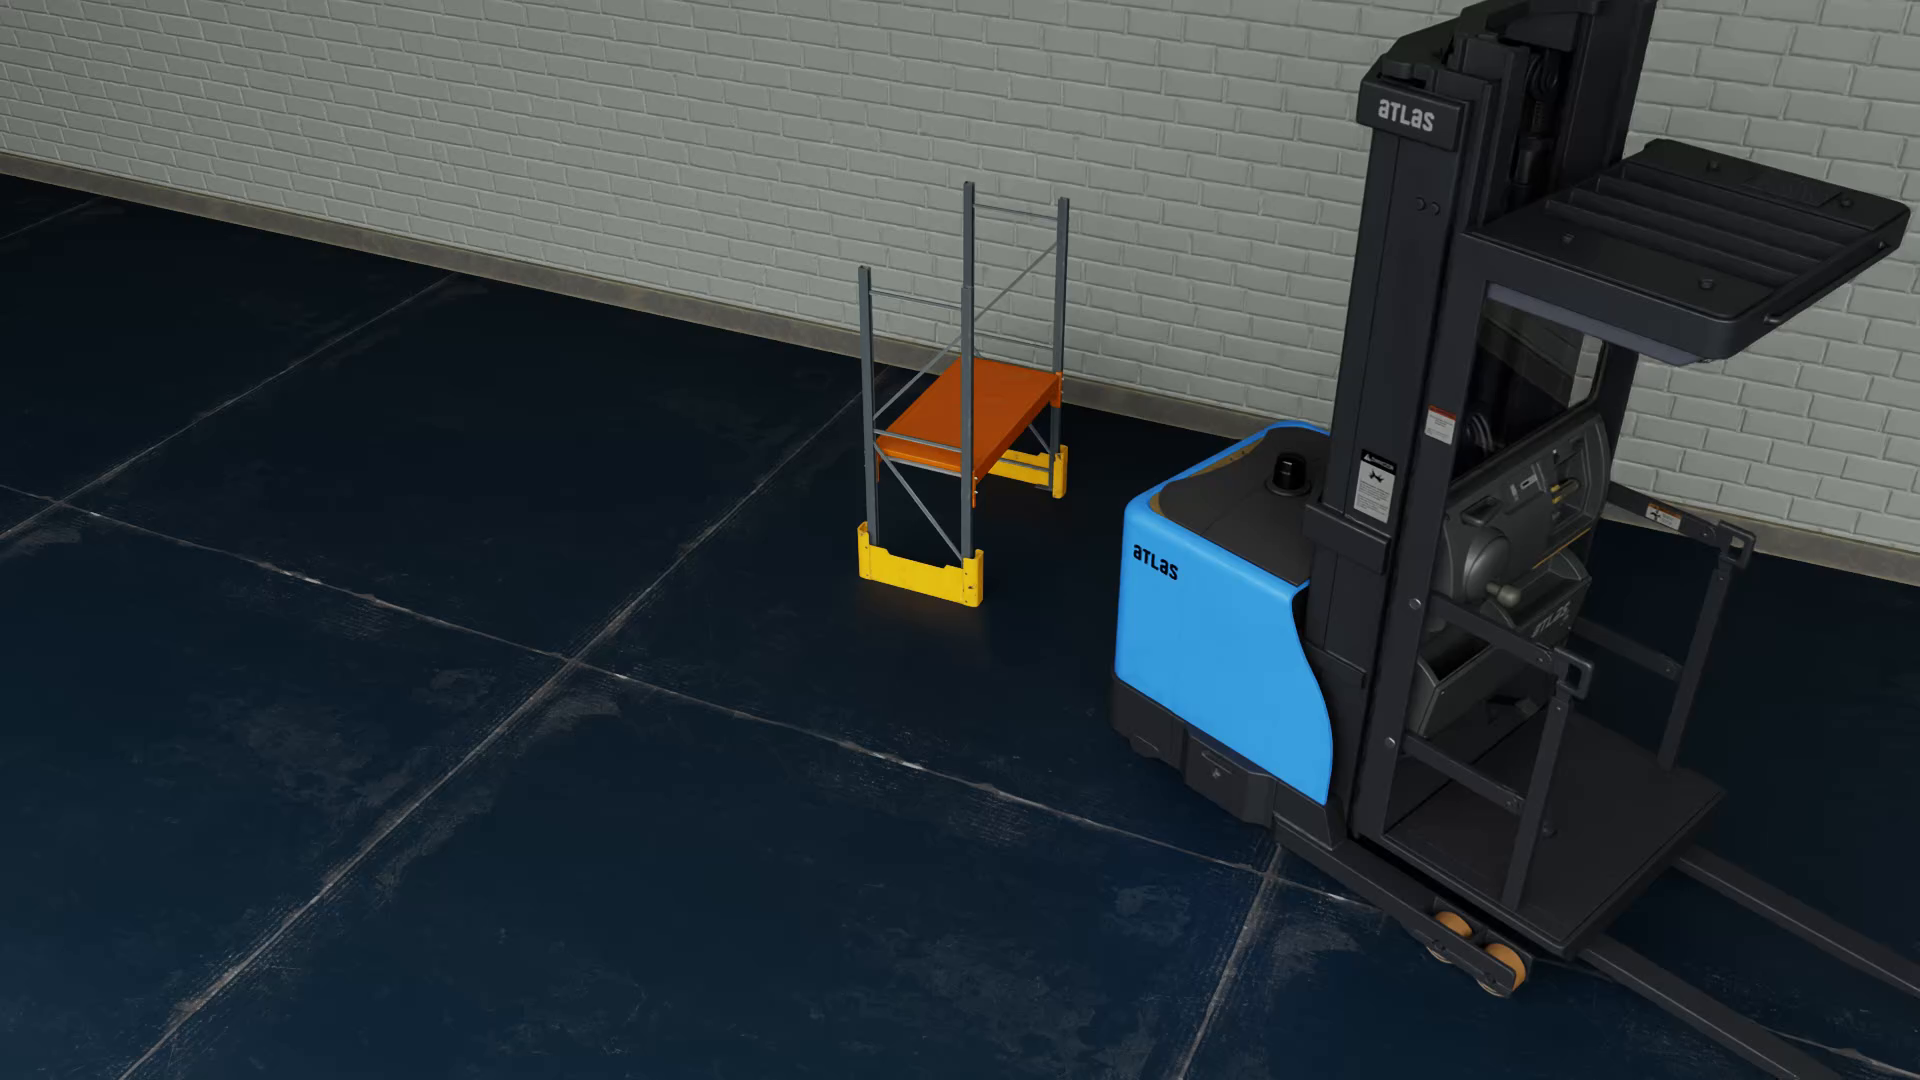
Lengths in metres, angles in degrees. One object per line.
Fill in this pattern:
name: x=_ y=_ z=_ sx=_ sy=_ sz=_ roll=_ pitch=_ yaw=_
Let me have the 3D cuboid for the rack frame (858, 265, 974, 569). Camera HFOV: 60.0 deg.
rack frame: x=-0.177 y=-0.417 z=7.017 sx=0.500 sy=1.500 sz=0.032 roll=14 pitch=36 yaw=20

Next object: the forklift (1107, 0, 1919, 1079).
forklift: x=1.946 y=-0.049 z=5.151 sx=1.130 sy=2.935 sz=3.031 roll=-27 pitch=42 yaw=-34

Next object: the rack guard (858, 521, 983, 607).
rack guard: x=-0.176 y=0.106 z=7.361 sx=0.587 sy=0.250 sz=0.087 roll=14 pitch=36 yaw=20

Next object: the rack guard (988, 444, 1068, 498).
rack guard: x=0.240 y=-0.391 z=8.118 sx=0.587 sy=0.250 sz=0.087 roll=14 pitch=36 yaw=20

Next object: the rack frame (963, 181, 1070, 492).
rack frame: x=0.248 y=-0.923 z=7.790 sx=0.500 sy=1.500 sz=0.032 roll=14 pitch=36 yaw=20

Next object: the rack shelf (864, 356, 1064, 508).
rack shelf: x=0.036 y=-0.519 z=7.502 sx=0.538 sy=0.185 sz=1.000 roll=14 pitch=36 yaw=20

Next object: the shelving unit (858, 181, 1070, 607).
shelving unit: x=0.032 y=-0.665 z=7.397 sx=0.587 sy=1.500 sz=1.083 roll=14 pitch=36 yaw=20
